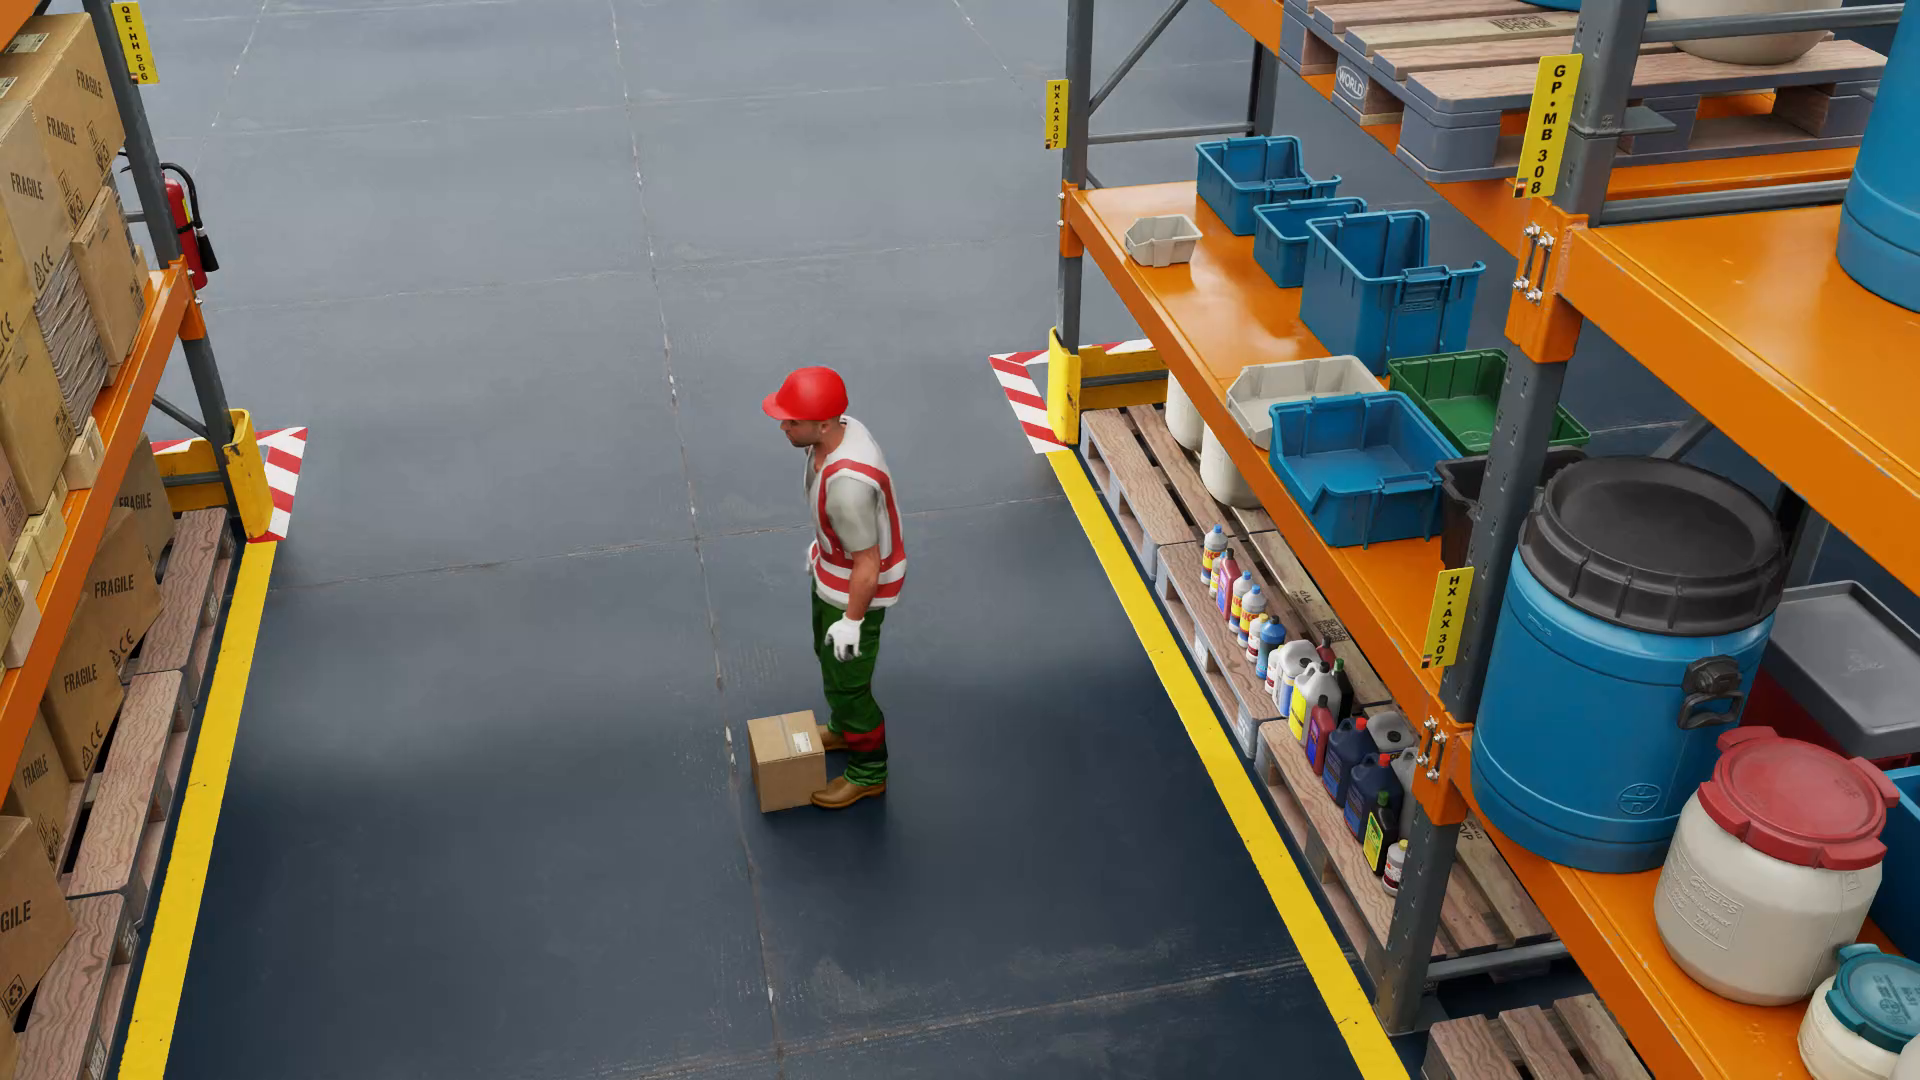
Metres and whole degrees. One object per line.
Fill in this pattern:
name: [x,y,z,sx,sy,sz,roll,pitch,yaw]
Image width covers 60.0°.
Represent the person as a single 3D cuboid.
person: [-0.429,0.161,5.892,0.452,1.778,0.603,-8,35,-11]
